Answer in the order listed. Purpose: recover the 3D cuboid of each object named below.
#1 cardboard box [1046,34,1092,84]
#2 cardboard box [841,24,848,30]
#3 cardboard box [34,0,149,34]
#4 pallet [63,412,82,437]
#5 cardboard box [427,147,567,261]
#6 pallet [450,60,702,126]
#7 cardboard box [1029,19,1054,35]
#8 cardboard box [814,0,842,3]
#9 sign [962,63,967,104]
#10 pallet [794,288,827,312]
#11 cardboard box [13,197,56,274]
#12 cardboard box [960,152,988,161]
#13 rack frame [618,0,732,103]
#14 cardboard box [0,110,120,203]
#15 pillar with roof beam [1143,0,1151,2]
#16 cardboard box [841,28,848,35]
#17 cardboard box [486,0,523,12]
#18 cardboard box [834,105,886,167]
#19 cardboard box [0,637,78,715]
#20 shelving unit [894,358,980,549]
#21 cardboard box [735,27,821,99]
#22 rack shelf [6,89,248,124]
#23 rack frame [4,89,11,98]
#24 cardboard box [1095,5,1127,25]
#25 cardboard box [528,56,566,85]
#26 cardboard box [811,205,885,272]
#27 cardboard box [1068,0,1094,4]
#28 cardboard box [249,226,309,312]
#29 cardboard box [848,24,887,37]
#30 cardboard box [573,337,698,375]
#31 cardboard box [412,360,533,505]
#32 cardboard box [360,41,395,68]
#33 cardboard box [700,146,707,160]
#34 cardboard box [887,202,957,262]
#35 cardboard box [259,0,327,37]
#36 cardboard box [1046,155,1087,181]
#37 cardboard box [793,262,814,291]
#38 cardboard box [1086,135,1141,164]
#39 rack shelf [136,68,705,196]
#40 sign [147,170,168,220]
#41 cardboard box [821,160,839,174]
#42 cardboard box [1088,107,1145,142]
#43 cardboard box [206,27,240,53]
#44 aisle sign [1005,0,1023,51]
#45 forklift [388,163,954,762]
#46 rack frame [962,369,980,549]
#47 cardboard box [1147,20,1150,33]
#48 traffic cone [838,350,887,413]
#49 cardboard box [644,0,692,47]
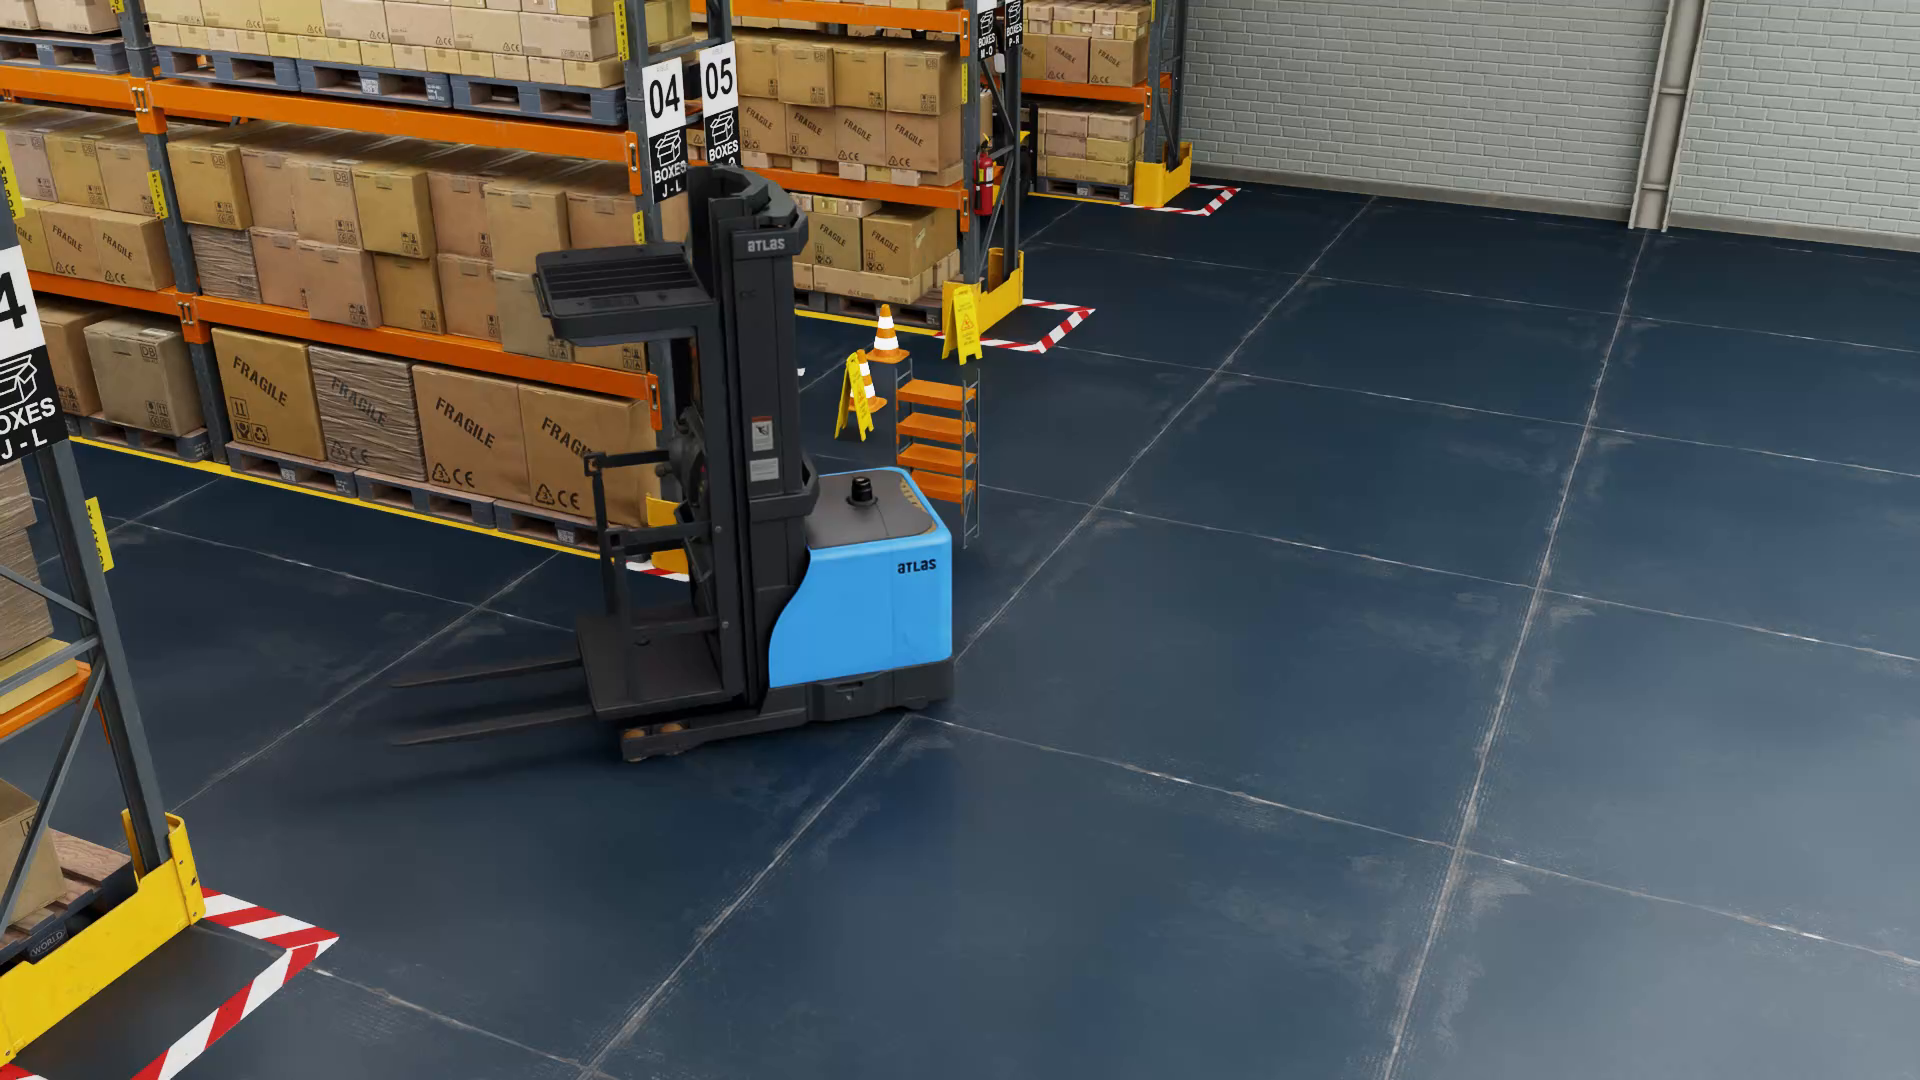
[{"bbox_3d":[1.314,-5.516,18.944,0.500,0.500,0.500,12,29,23],"label":"cardboard box"},{"bbox_3d":[-1.658,-6.472,20.603,0.500,0.250,0.500,11,28,21],"label":"cardboard box"},{"bbox_3d":[-6.020,-3.690,11.535,0.500,0.250,0.500,12,29,22],"label":"cardboard box"},{"bbox_3d":[-7.159,-1.196,13.440,1.213,0.211,1.003,11,28,22],"label":"pallet"},{"bbox_3d":[-2.984,-2.238,11.008,0.550,0.550,0.875,11,28,22],"label":"cardboard box"},{"bbox_3d":[-2.349,-2.820,10.286,1.213,0.211,1.003,11,28,22],"label":"pallet"},{"bbox_3d":[0.968,-5.861,18.911,0.250,0.149,0.380,10,28,20],"label":"cardboard box"},{"bbox_3d":[-1.070,-4.771,14.434,0.250,0.149,0.380,11,28,21],"label":"cardboard box"},{"bbox_3d":[0.039,-3.833,13.971,0.005,0.325,0.100,11,28,22],"label":"sign"},{"bbox_3d":[-1.613,-2.541,16.171,1.213,0.211,1.003,11,28,22],"label":"pallet"},{"bbox_3d":[-6.817,-2.331,12.476,0.500,0.500,0.500,12,29,22],"label":"cardboard box"},{"bbox_3d":[0.064,-3.424,15.093,0.250,0.149,0.380,11,28,22],"label":"cardboard box"},{"bbox_3d":[-1.670,-4.074,9.337,0.127,3.000,1.000,11,28,22],"label":"rack frame"},{"bbox_3d":[-6.694,-2.881,12.462,0.500,0.500,0.700,12,28,22],"label":"cardboard box"},{"bbox_3d":[0.296,-6.838,14.951,0.400,9.000,9.100,11,28,22],"label":"pillar with roof beam"},{"bbox_3d":[-1.642,-6.253,20.723,0.500,0.250,0.500,12,29,23],"label":"cardboard box"},{"bbox_3d":[-2.577,-3.225,9.801,0.250,0.149,0.380,12,29,23],"label":"cardboard box"},{"bbox_3d":[-0.775,-3.651,14.821,0.500,0.500,0.500,11,28,22],"label":"cardboard box"},{"bbox_3d":[-3.975,0.558,7.005,0.250,0.149,0.380,11,28,22],"label":"cardboard box"},{"bbox_3d":[-0.151,-0.569,11.046,0.503,1.200,0.258,11,28,22],"label":"shelving unit"},{"bbox_3d":[-1.629,-4.318,15.043,0.500,0.500,0.700,11,28,21],"label":"cardboard box"},{"bbox_3d":[-8.816,-4.897,18.615,4.000,0.370,1.077,11,28,22],"label":"rack shelf"},{"bbox_3d":[-10.636,-5.585,19.199,0.127,3.000,1.000,11,28,22],"label":"rack frame"},{"bbox_3d":[1.688,-5.870,18.593,0.250,0.149,0.380,11,28,22],"label":"cardboard box"},{"bbox_3d":[-2.342,-2.820,9.881,0.250,0.149,0.380,12,29,22],"label":"cardboard box"},{"bbox_3d":[-1.026,-2.818,15.367,0.500,0.500,0.500,12,29,24],"label":"cardboard box"},{"bbox_3d":[1.432,-6.160,19.181,0.250,0.149,0.380,12,28,22],"label":"cardboard box"},{"bbox_3d":[-4.460,-2.027,11.801,0.550,0.550,0.875,11,28,22],"label":"cardboard box"},{"bbox_3d":[-1.007,-5.978,19.883,0.500,0.500,0.500,11,28,20],"label":"cardboard box"},{"bbox_3d":[-2.026,-1.499,10.730,0.550,0.550,0.875,11,28,22],"label":"cardboard box"},{"bbox_3d":[-3.116,-0.875,11.562,0.875,0.875,0.875,11,28,21],"label":"cardboard box"},{"bbox_3d":[-3.501,-3.052,10.354,0.250,0.149,0.380,12,29,22],"label":"cardboard box"},{"bbox_3d":[-2.228,-3.666,15.585,0.250,0.149,0.380,11,28,22],"label":"cardboard box"},{"bbox_3d":[-0.354,-2.945,15.625,0.500,0.500,0.500,10,28,20],"label":"cardboard box"},{"bbox_3d":[-4.062,-3.373,10.554,0.500,0.250,0.500,11,28,21],"label":"cardboard box"},{"bbox_3d":[1.331,-4.396,19.421,0.500,0.250,0.500,11,28,22],"label":"cardboard box"},{"bbox_3d":[-1.507,-2.577,15.726,0.500,0.250,0.500,10,28,20],"label":"cardboard box"},{"bbox_3d":[1.766,-4.530,19.127,0.500,0.250,0.500,11,28,21],"label":"cardboard box"},{"bbox_3d":[-3.490,-2.771,10.901,4.000,0.370,1.077,11,28,22],"label":"rack shelf"},{"bbox_3d":[-5.527,-2.378,11.462,0.005,0.325,0.100,11,28,22],"label":"sign"},{"bbox_3d":[-1.064,-3.456,15.159,0.250,0.149,0.380,12,29,23],"label":"cardboard box"},{"bbox_3d":[1.790,-4.750,19.007,0.500,0.250,0.500,12,29,24],"label":"cardboard box"},{"bbox_3d":[-4.657,-3.284,10.824,0.250,0.149,0.380,11,28,22],"label":"cardboard box"},{"bbox_3d":[0.472,-4.671,14.398,0.004,0.787,0.394,11,28,22],"label":"aisle sign"},{"bbox_3d":[-1.607,-0.397,8.737,3.031,2.935,1.130,-8,27,-16],"label":"forklift"},{"bbox_3d":[0.071,-0.524,10.956,0.015,1.200,0.240,11,28,22],"label":"rack frame"},{"bbox_3d":[2.137,-5.890,18.970,0.250,0.149,0.380,11,28,21],"label":"cardboard box"},{"bbox_3d":[-0.788,-1.305,13.376,0.334,0.463,0.336,11,28,22],"label":"traffic cone"},{"bbox_3d":[-2.003,-3.219,10.241,0.500,0.250,0.500,11,28,22],"label":"cardboard box"}]
